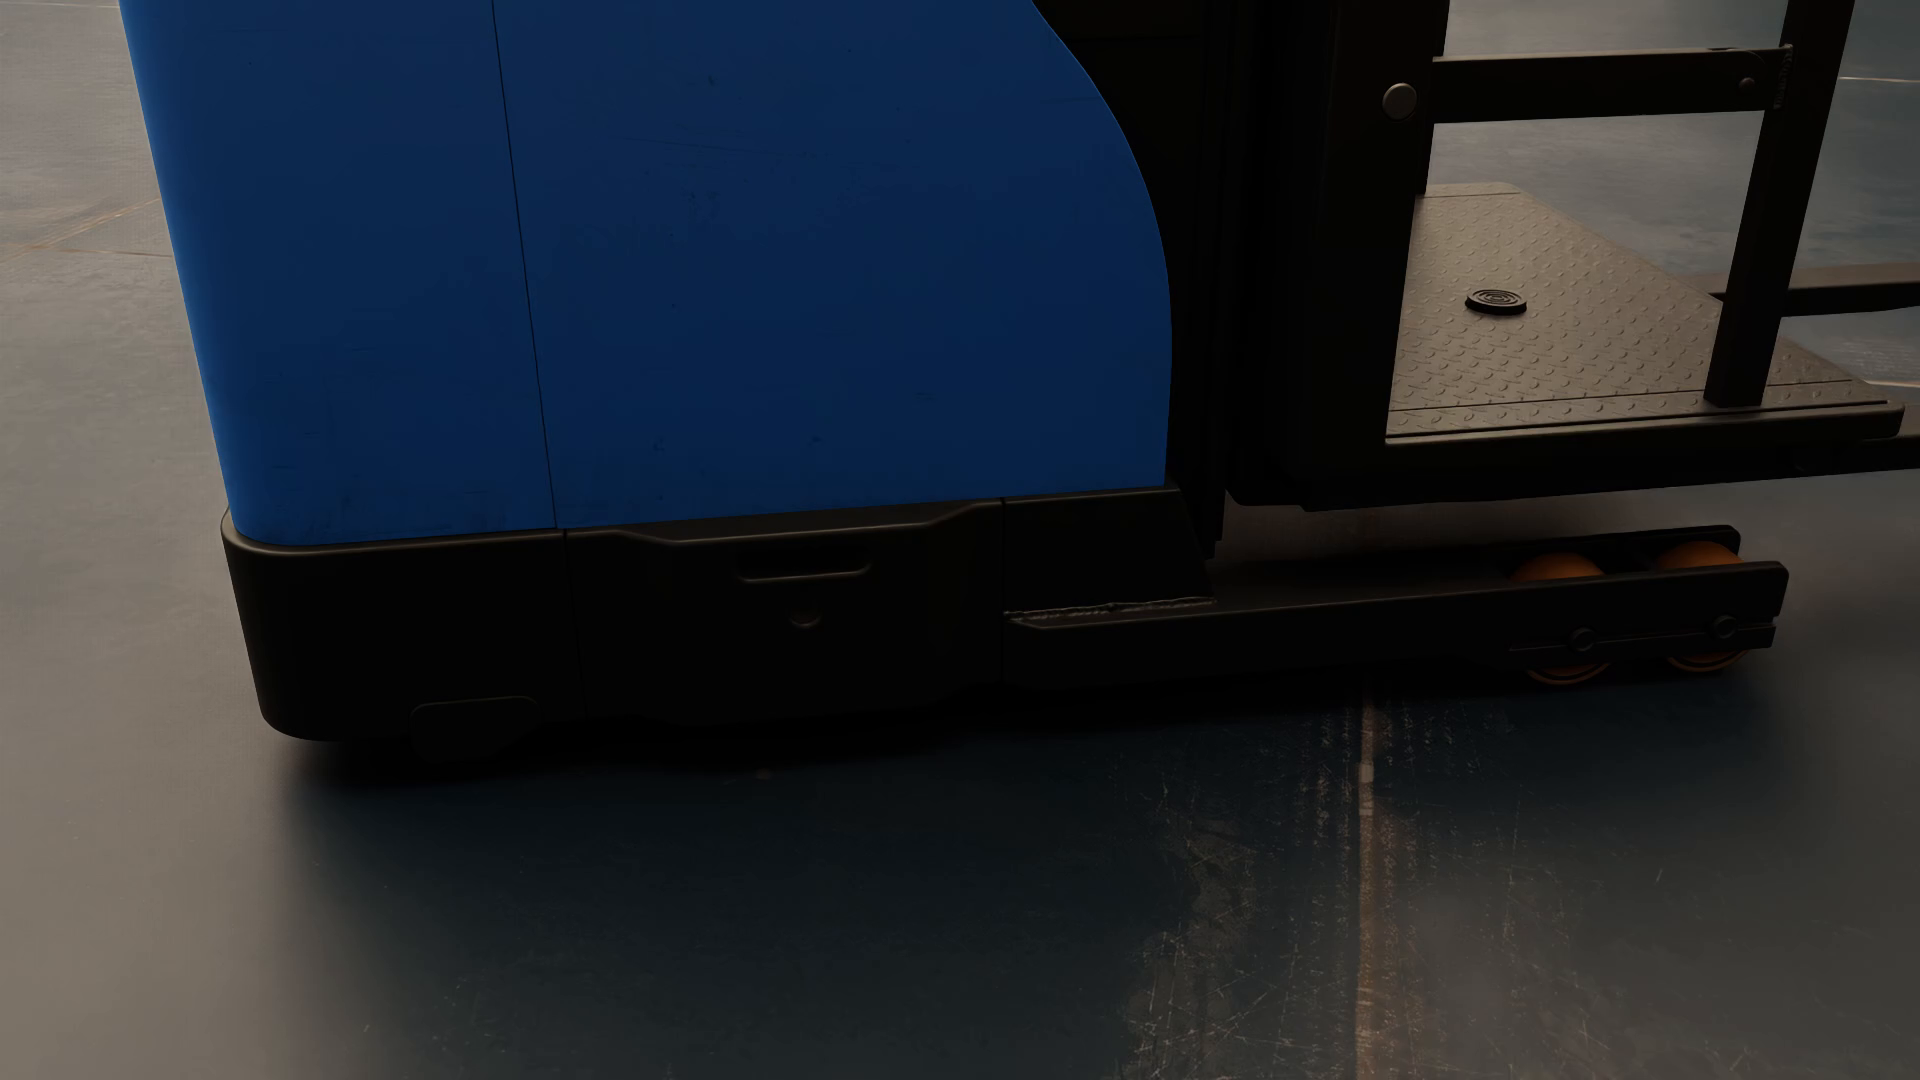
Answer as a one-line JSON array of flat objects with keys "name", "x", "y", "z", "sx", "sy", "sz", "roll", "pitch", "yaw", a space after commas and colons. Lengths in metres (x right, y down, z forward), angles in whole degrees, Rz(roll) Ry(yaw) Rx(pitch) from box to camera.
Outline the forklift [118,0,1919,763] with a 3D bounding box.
[{"name": "forklift", "x": 0.600, "y": -1.354, "z": 1.930, "sx": 3.031, "sy": 2.935, "sz": 1.130, "roll": -4, "pitch": 27, "yaw": -9}]
